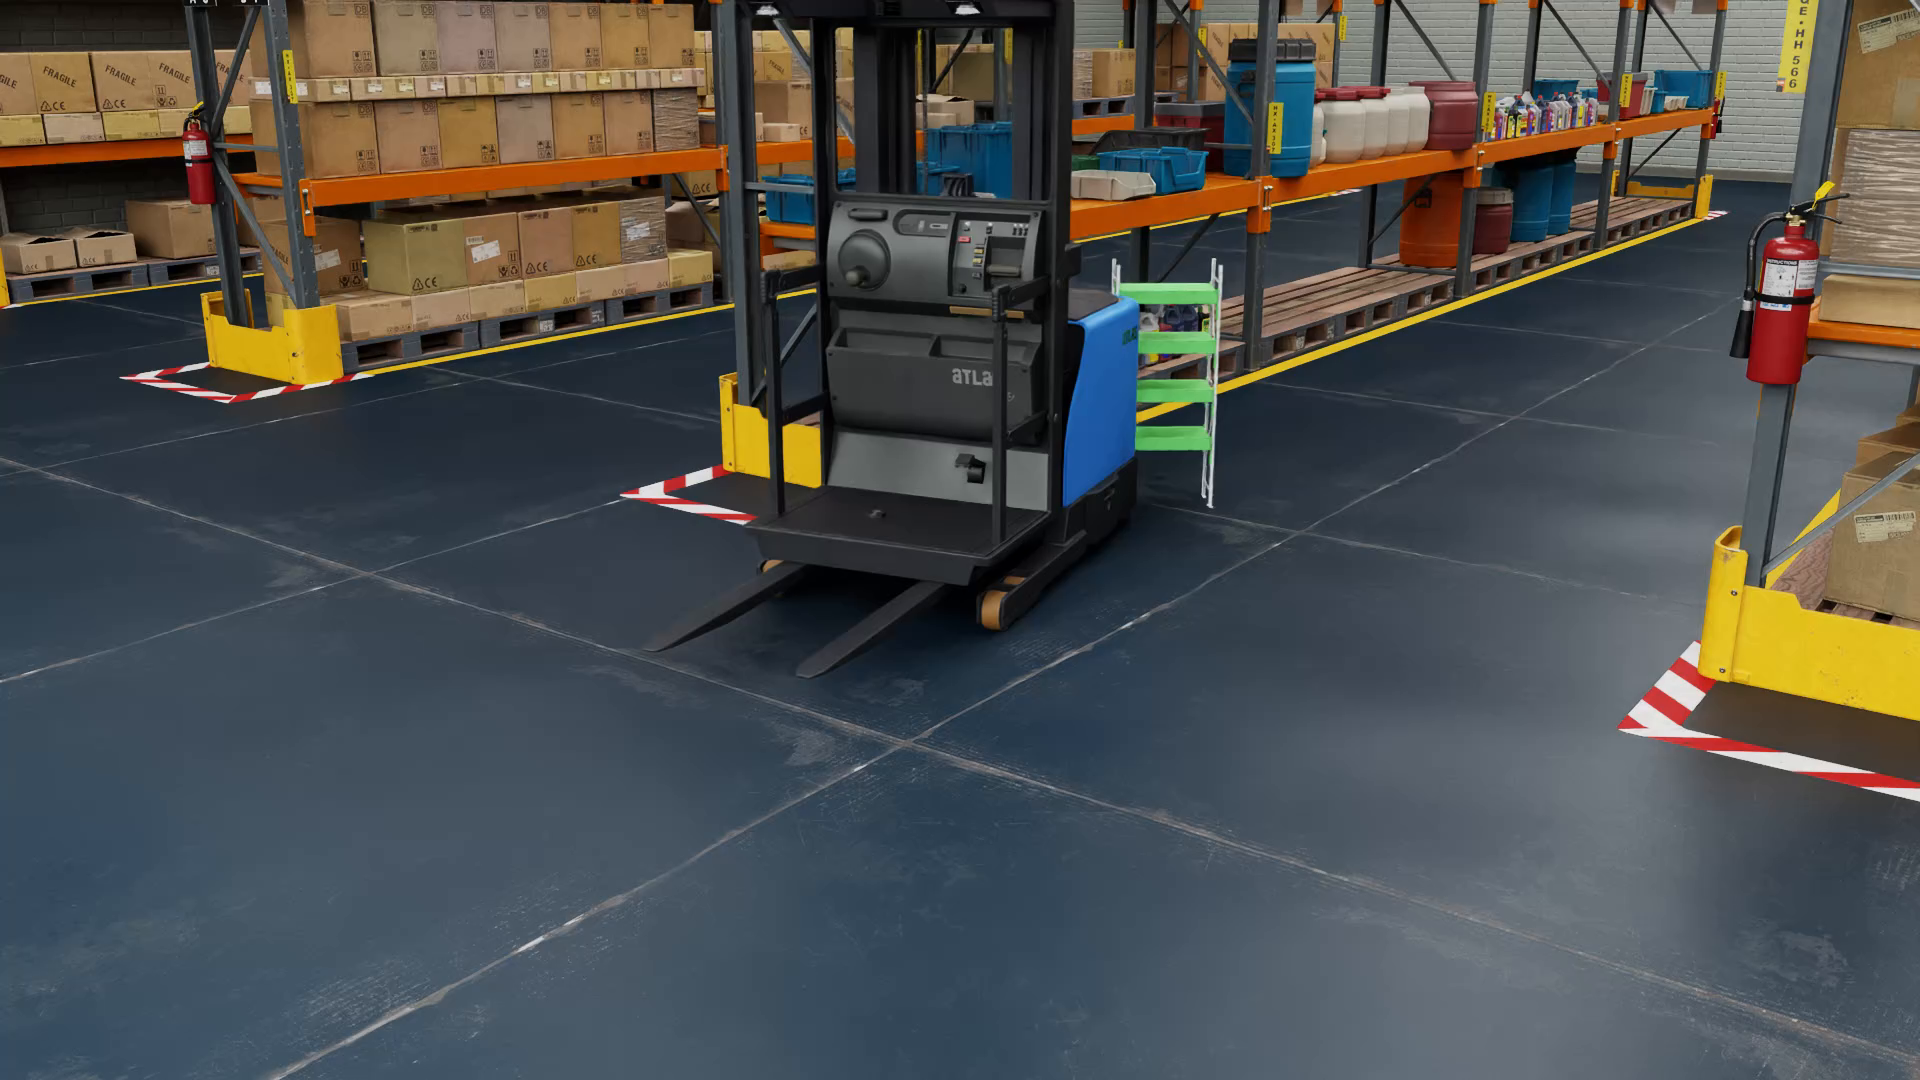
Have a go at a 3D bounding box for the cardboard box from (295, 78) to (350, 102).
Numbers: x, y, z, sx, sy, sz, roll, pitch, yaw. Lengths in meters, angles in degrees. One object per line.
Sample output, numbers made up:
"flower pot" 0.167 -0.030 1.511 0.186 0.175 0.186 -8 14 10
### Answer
"cardboard box" -4.312 -3.019 11.145 0.380 0.149 0.250 12 21 34

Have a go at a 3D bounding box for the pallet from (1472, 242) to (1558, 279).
"pallet" 5.188 -2.788 16.366 1.003 0.211 1.213 12 21 35

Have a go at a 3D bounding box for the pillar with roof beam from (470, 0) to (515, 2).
"pillar with roof beam" -1.944 -7.333 16.186 9.100 9.000 0.400 12 21 35

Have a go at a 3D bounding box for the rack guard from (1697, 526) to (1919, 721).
"rack guard" 3.280 0.321 5.867 1.175 0.500 0.348 12 21 35

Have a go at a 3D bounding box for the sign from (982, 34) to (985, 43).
"sign" 0.392 -7.842 26.346 0.100 0.325 0.005 12 21 35

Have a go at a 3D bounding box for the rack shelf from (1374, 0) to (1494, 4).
"rack shelf" 2.832 -4.248 12.520 1.077 0.370 4.000 12 21 35

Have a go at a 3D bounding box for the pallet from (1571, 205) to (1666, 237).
"pallet" 7.541 -3.730 19.400 1.003 0.211 1.213 12 21 35

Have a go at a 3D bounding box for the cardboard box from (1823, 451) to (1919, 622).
"cardboard box" 3.621 -0.007 6.216 0.500 0.500 0.500 -15 23 -40

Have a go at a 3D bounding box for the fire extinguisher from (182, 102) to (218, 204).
"fire extinguisher" -5.162 -2.623 11.263 0.296 0.674 0.183 12 21 35

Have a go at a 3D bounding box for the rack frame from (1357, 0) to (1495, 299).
"rack frame" 4.024 -3.635 14.392 1.000 3.000 0.127 12 21 35

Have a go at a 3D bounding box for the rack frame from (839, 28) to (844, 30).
"rack frame" -1.549 -6.339 23.098 1.000 3.000 0.127 12 21 35

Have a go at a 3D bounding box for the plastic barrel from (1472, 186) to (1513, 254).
"plastic barrel" 4.975 -3.073 15.939 0.600 0.588 0.708 12 21 35

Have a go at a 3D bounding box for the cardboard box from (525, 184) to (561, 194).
"cardboard box" -4.993 -3.996 19.027 0.700 0.500 0.500 12 21 34

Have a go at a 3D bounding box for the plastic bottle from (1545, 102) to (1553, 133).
"plastic bottle" 5.594 -4.024 15.840 0.061 0.283 0.133 12 21 35

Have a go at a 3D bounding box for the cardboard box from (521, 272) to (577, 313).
"cardboard box" -3.325 -1.939 12.858 0.500 0.250 0.500 12 21 35

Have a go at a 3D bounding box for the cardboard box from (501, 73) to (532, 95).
"cardboard box" -3.395 -3.385 12.324 0.380 0.149 0.250 13 21 35

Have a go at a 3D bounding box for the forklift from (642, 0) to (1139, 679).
"forklift" -0.195 -1.181 6.605 1.130 2.935 3.031 7 19 22

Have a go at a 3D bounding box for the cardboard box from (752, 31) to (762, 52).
"cardboard box" -2.840 -6.254 20.856 0.500 0.250 0.500 13 21 35

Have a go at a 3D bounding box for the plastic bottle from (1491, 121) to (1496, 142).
"plastic bottle" 4.690 -3.632 14.718 0.097 0.201 0.097 0 17 0

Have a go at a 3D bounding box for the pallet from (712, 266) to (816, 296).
"pallet" -1.928 -2.410 15.147 1.003 0.211 1.213 12 21 35

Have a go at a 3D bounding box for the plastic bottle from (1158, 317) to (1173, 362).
"plastic bottle" 1.310 -1.299 10.708 0.061 0.283 0.133 14 22 38

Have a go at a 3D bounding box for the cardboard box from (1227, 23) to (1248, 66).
"cardboard box" 3.245 -6.175 20.716 0.500 0.500 0.500 12 21 33

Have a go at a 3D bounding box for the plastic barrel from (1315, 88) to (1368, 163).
"plastic barrel" 2.824 -3.111 12.476 0.433 0.535 0.433 0 17 0

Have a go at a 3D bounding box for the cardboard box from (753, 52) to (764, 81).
"cardboard box" -2.821 -5.897 20.971 0.500 0.500 0.500 12 21 34

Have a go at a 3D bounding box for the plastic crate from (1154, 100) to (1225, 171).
"plastic crate" 1.683 -2.883 11.860 0.402 0.464 0.583 12 21 35

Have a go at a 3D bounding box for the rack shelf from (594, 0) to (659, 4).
"rack shelf" -5.124 -5.999 18.158 1.077 0.370 4.000 12 21 35

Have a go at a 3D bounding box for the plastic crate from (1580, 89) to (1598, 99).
"plastic crate" 7.416 -5.104 19.302 0.416 0.233 0.300 12 21 35

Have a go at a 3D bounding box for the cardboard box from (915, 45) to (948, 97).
"cardboard box" -0.773 -6.781 24.017 0.980 0.700 0.700 12 21 33

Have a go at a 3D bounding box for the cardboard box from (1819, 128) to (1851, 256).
"cardboard box" 3.786 -1.311 6.237 0.875 0.500 0.500 12 21 35

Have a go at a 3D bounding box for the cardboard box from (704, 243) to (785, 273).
"cardboard box" -1.896 -2.498 14.660 0.500 0.250 0.500 12 21 33

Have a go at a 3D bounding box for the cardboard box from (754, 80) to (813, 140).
"cardboard box" -1.551 -3.912 15.115 0.500 0.500 0.500 14 22 39

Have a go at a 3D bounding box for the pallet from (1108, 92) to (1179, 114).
"pallet" 1.868 -5.201 19.759 1.003 0.211 1.213 12 21 35

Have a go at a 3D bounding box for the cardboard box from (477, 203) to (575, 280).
"cardboard box" -3.324 -2.297 12.746 0.500 0.500 0.500 12 21 35

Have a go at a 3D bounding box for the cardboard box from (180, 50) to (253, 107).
"cardboard box" -6.951 -4.324 15.565 0.500 0.500 0.500 12 21 33

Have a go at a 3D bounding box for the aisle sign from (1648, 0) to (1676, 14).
"aisle sign" 8.595 -6.852 20.367 0.394 0.787 0.004 12 21 35

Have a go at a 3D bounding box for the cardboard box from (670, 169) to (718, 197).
"cardboard box" -3.389 -4.712 20.776 0.750 0.750 0.750 12 21 34

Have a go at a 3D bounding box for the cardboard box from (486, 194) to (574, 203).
"cardboard box" -3.459 -2.511 13.436 0.500 0.500 0.500 12 21 35

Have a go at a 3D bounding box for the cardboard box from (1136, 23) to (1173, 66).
"cardboard box" 2.525 -6.156 20.654 0.500 0.500 0.500 13 21 35

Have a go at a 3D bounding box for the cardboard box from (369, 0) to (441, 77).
"cardboard box" -4.090 -3.521 11.669 0.700 0.500 0.500 12 21 33

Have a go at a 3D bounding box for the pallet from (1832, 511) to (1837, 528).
"pallet" 4.520 -0.018 7.445 1.003 0.211 1.213 12 21 35

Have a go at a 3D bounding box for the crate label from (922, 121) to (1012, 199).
"crate label" 0.137 -2.233 9.817 0.502 0.435 0.616 12 21 35

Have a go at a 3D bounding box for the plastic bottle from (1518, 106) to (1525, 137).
"plastic bottle" 5.125 -3.840 15.267 0.097 0.271 0.097 0 17 0

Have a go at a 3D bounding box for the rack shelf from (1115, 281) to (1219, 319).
"rack shelf" 0.997 -1.164 8.066 0.480 0.148 0.258 0 17 0

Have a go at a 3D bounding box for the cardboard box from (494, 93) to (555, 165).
"cardboard box" -3.510 -3.132 12.603 0.700 0.500 0.500 13 22 36

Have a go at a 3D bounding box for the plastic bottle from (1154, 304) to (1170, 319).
"plastic bottle" 1.373 -1.449 11.076 0.144 0.351 0.185 12 21 35

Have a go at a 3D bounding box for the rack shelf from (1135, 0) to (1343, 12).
"rack shelf" 3.623 -7.030 21.478 1.077 0.370 4.000 12 21 35

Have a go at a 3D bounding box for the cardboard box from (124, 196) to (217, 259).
"cardboard box" -7.398 -2.947 15.650 0.700 0.500 0.500 11 20 31

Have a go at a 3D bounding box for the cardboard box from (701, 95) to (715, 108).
"cardboard box" -3.167 -5.420 20.529 0.380 0.149 0.250 13 22 36

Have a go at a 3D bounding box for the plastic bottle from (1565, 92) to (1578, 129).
"plastic bottle" 6.012 -4.244 16.435 0.144 0.351 0.185 12 21 35

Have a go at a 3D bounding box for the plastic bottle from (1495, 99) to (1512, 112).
"plastic bottle" 5.396 -4.238 16.544 0.152 0.276 0.135 12 21 35

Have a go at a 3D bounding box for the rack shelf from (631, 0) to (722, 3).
"rack shelf" -3.527 -4.171 12.274 1.077 0.370 4.000 12 21 35

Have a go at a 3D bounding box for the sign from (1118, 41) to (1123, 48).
"sign" 1.991 -5.972 20.456 0.100 0.325 0.005 12 21 35

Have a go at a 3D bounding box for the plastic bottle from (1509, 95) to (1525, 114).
"plastic bottle" 5.264 -4.020 15.715 0.144 0.351 0.185 12 21 35

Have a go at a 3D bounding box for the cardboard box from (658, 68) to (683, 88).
"cardboard box" -2.474 -3.755 13.516 0.380 0.149 0.250 12 21 34

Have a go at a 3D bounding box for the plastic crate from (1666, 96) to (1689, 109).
"plastic crate" 8.450 -5.217 19.830 0.396 0.136 0.243 12 21 35

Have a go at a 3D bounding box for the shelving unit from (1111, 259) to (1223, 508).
"shelving unit" 0.997 -0.767 8.189 0.503 1.200 0.258 0 17 0
